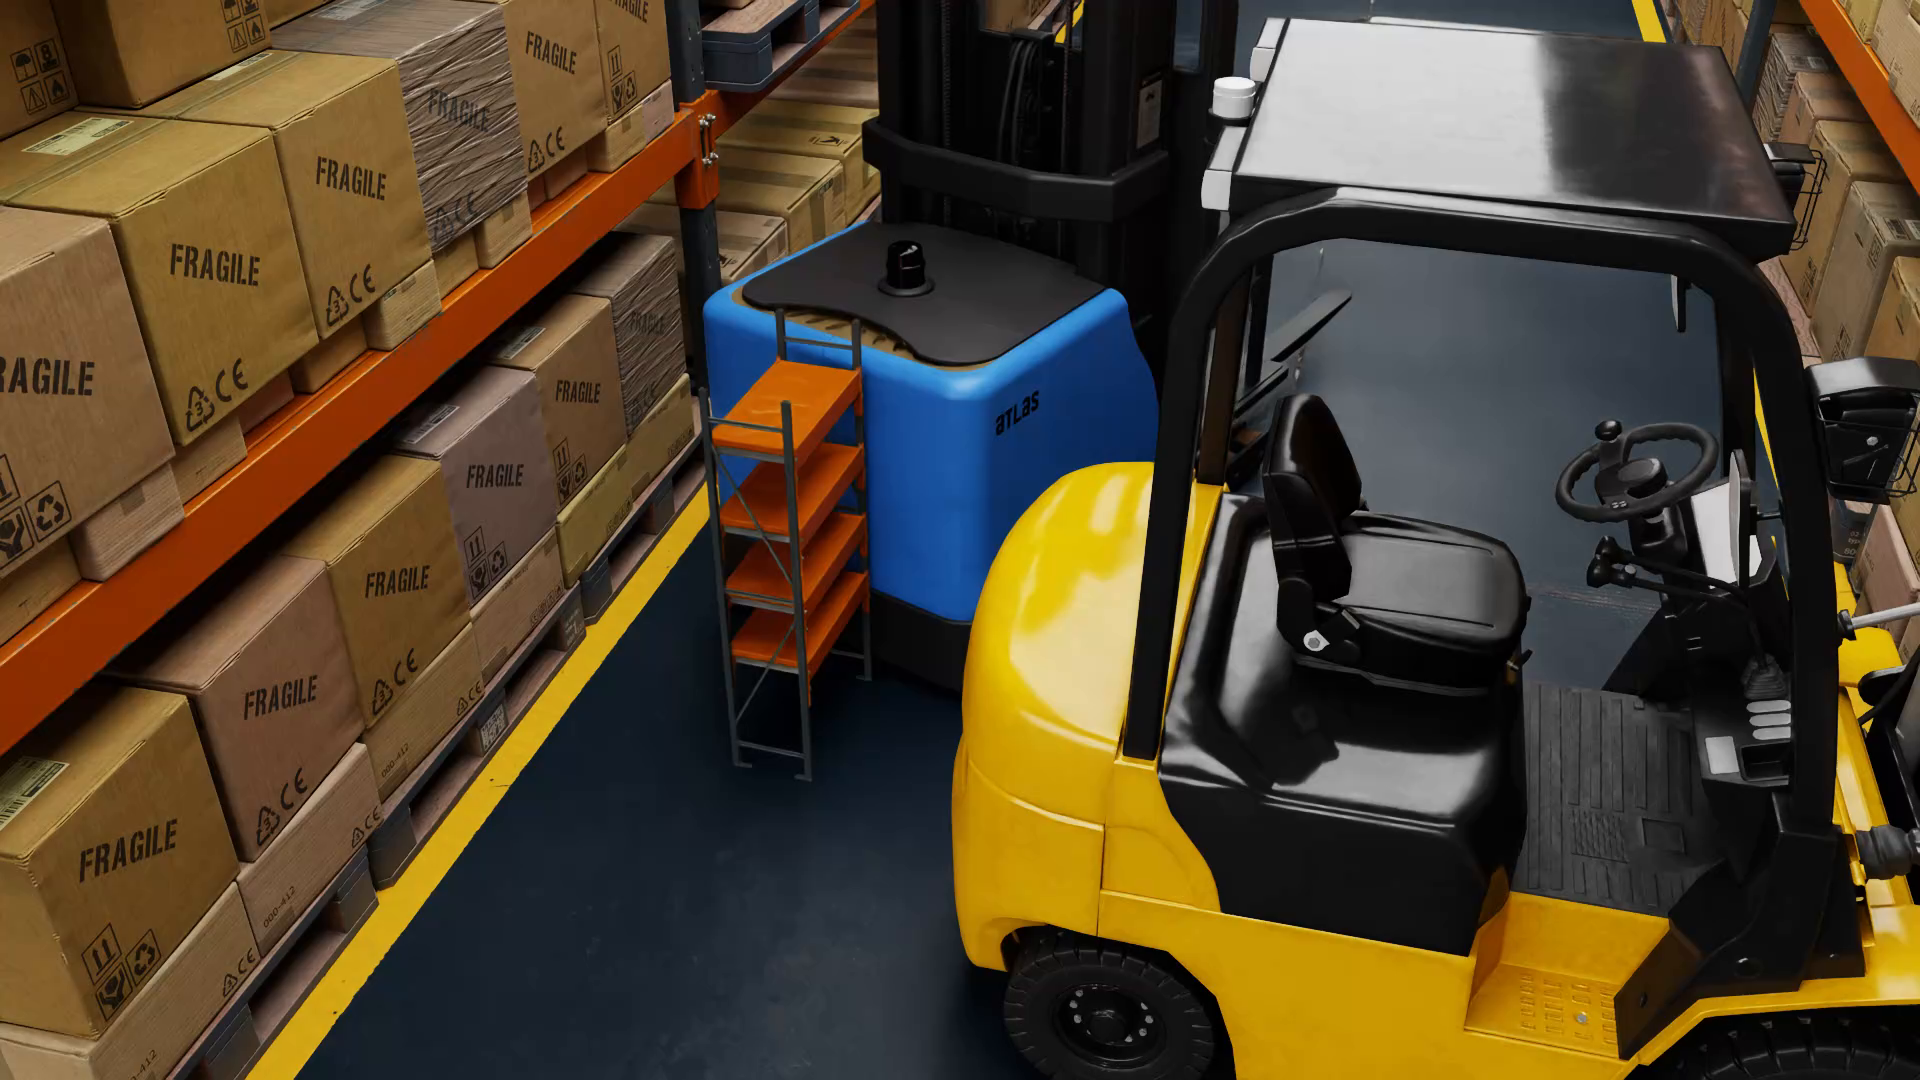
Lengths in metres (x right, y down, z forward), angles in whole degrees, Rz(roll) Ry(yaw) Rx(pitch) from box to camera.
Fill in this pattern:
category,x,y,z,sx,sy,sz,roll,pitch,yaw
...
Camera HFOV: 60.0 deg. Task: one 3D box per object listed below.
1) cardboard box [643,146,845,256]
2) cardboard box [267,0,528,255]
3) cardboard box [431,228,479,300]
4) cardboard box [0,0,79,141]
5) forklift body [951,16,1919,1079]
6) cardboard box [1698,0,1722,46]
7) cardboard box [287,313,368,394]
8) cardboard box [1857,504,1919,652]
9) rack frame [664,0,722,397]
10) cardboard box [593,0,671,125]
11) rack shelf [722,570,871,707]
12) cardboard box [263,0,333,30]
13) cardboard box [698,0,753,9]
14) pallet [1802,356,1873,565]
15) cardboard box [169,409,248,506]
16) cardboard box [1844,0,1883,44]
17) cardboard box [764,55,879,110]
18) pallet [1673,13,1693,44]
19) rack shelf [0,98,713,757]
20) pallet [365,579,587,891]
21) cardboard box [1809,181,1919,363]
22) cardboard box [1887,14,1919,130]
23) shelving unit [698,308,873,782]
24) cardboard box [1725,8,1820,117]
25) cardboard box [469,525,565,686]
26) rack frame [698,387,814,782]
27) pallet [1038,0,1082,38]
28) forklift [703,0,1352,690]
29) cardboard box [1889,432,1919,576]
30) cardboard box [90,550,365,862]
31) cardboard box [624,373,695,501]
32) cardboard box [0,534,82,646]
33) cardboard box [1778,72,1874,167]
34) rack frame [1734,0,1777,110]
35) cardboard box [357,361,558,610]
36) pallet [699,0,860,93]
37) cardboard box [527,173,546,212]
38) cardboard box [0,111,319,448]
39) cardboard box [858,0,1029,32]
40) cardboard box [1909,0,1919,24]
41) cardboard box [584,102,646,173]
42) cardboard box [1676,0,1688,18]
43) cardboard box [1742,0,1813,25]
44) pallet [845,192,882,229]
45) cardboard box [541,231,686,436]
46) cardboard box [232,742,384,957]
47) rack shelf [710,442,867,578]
category,x,y,z,sx,sy,sz,roll,pitch,yaw
cardboard box,-1.058,-1.432,7.265,0.950,0.372,0.625,10,34,15
cardboard box,-1.491,-1.083,4.288,0.500,0.500,0.500,9,34,14
cardboard box,-1.503,-0.747,4.364,0.380,0.149,0.250,7,33,12
cardboard box,-2.299,-1.067,3.330,0.700,0.500,0.500,8,33,12
forklift body,1.136,0.157,3.498,2.313,2.155,1.214,8,33,12
cardboard box,4.616,-3.021,9.645,0.500,0.500,0.500,9,34,14
cardboard box,-1.654,-0.486,3.953,0.380,0.149,0.250,7,33,11
cardboard box,2.991,0.145,4.898,0.500,0.250,0.500,8,33,13
rack frame,-1.368,-1.718,5.657,1.000,3.000,0.127,8,33,12
cardboard box,-1.240,-1.621,5.134,0.500,0.500,0.500,7,33,11
rack shelf,-0.456,0.252,4.731,0.258,0.148,0.480,10,34,15
cardboard box,-1.993,-1.590,4.153,0.700,0.500,0.500,7,33,11
cardboard box,-0.922,-2.033,5.995,0.380,0.149,0.250,8,33,13
pallet,3.584,-0.255,5.955,1.003,0.211,1.213,8,33,12
cardboard box,-1.758,-0.208,3.516,0.380,0.149,0.250,9,34,14
cardboard box,3.711,-2.062,6.338,0.500,0.250,0.500,9,34,14
cardboard box,-0.685,-2.186,8.451,0.950,0.372,0.625,7,33,11
pallet,4.987,-2.957,10.204,1.003,0.211,1.213,8,33,12
rack shelf,-1.875,-0.377,4.217,1.077,0.370,4.000,8,33,12
pallet,-1.811,0.447,4.850,1.003,0.211,1.213,8,33,12
cardboard box,3.760,-0.893,6.181,0.875,0.625,0.625,8,33,12
cardboard box,3.432,-1.540,5.516,0.500,0.250,0.500,8,33,12
shelving unit,-0.456,0.027,4.588,0.258,1.200,0.503,10,34,15
cardboard box,4.349,-2.491,8.811,0.500,0.500,0.500,9,34,14
cardboard box,-1.517,0.149,4.891,0.500,0.250,0.500,9,33,13
rack frame,-0.529,0.152,4.392,0.240,1.200,0.015,10,34,15
pallet,0.232,-3.647,11.290,1.003,0.211,1.213,8,33,12
forklift,0.492,-1.533,5.429,1.130,2.935,3.031,21,38,29
cardboard box,3.013,-0.063,4.759,0.500,0.250,0.500,8,33,12
cardboard box,-1.777,0.359,3.862,0.500,0.500,0.500,7,33,11
cardboard box,-1.258,-0.392,5.742,0.500,0.250,0.500,10,34,15
cardboard box,-1.900,0.056,3.100,0.380,0.149,0.250,7,33,11
cardboard box,4.120,-1.633,7.345,0.875,0.625,0.625,9,34,14
rack frame,4.450,-3.120,7.862,1.000,3.000,0.127,8,33,12
cardboard box,-1.514,-0.179,4.708,0.500,0.500,0.500,10,34,15
pallet,-1.033,-2.014,6.301,1.003,0.211,1.213,8,33,12
cardboard box,-1.429,-1.021,4.795,0.380,0.149,0.250,8,33,12
cardboard box,-1.738,-0.552,3.452,0.500,0.500,0.500,7,33,11
cardboard box,-0.097,-3.422,9.925,0.875,0.875,0.875,8,33,12
cardboard box,3.435,-1.749,5.380,0.500,0.250,0.500,7,33,11
cardboard box,-1.211,-1.273,5.191,0.380,0.149,0.250,9,33,13
cardboard box,4.868,-3.562,10.495,0.500,0.500,0.500,7,33,11
cardboard box,4.330,-2.807,8.703,0.380,0.149,0.250,6,33,10
pallet,-0.864,-1.581,8.040,1.003,0.211,1.213,8,33,12
cardboard box,-1.258,-0.708,5.540,0.500,0.500,0.500,8,33,12
cardboard box,-1.774,0.696,4.031,0.500,0.250,0.500,9,34,14
rack shelf,-0.456,-0.105,4.505,0.258,0.148,0.480,10,34,15
